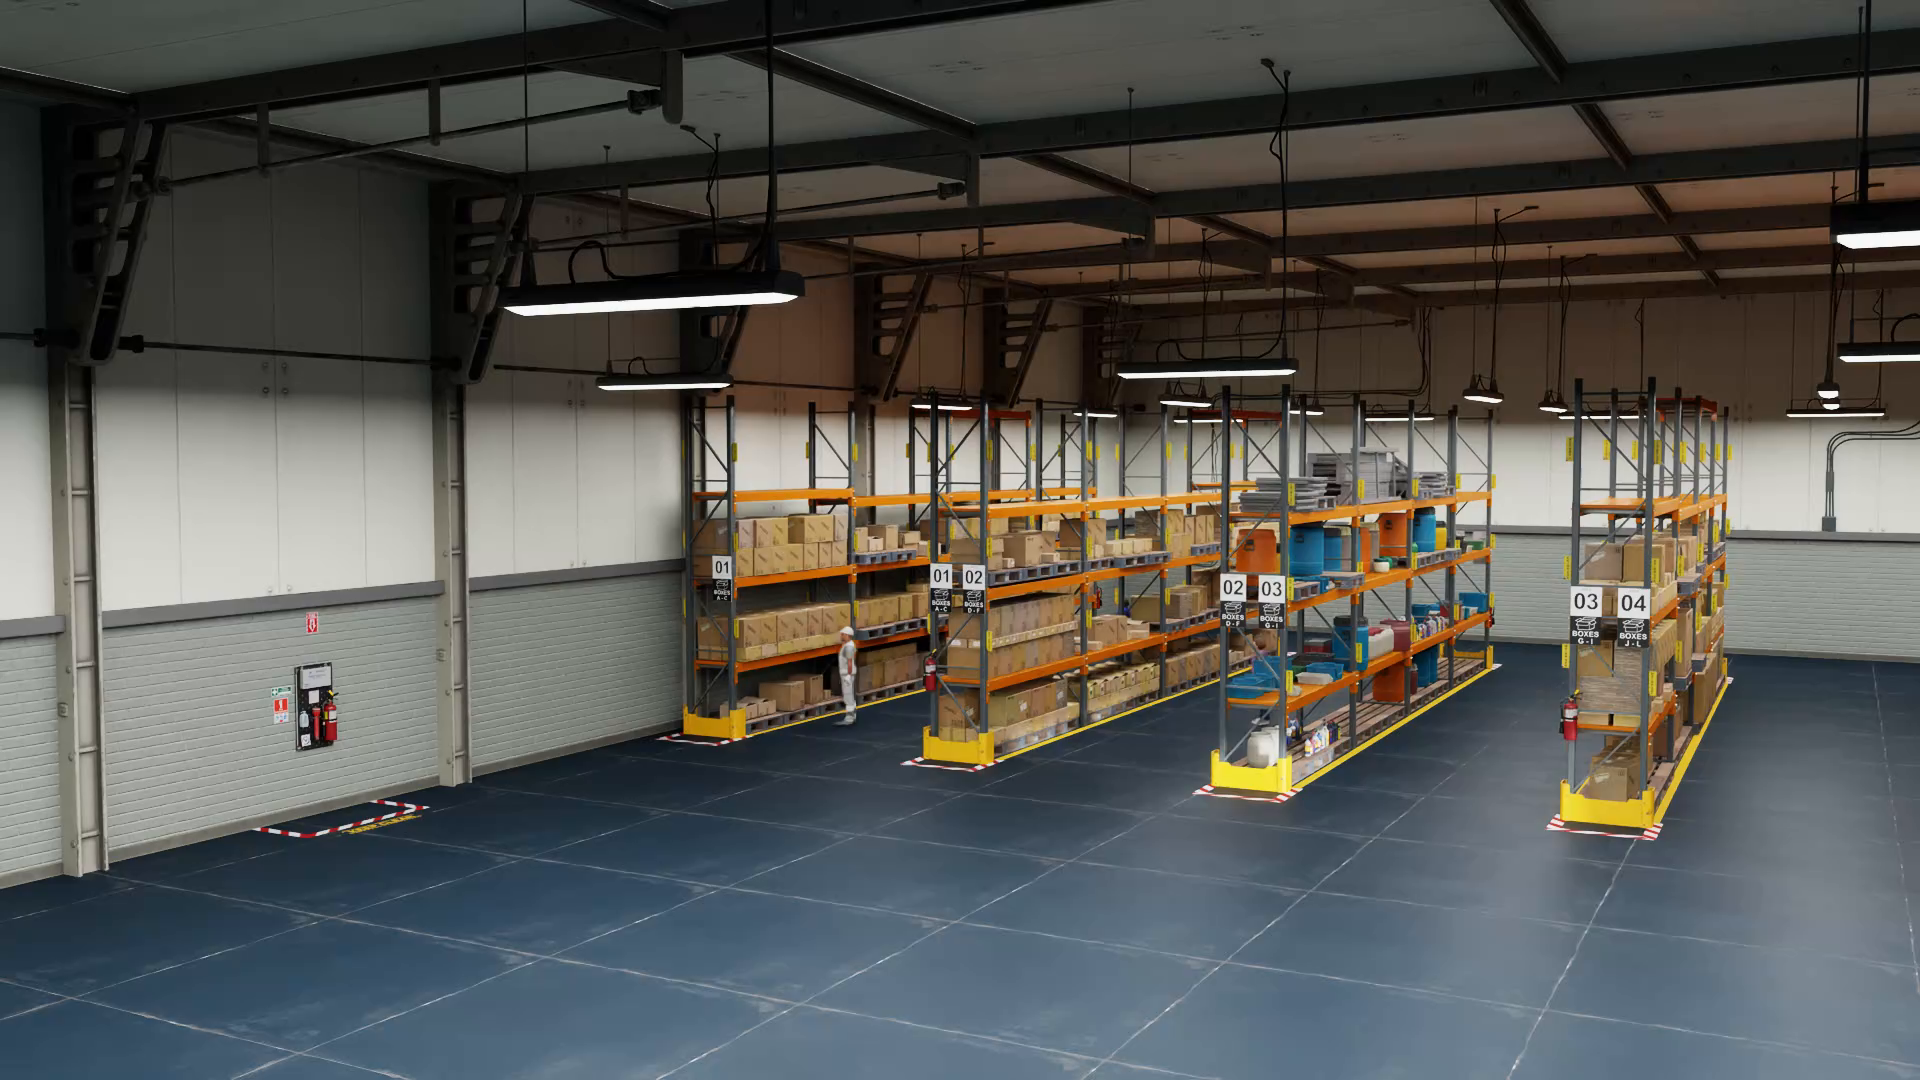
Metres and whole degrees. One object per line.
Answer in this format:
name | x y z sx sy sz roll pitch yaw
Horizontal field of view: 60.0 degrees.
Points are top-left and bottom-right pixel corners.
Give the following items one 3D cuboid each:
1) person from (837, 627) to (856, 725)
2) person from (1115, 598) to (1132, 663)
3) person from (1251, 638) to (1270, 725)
person | -2.088 2.489 30.537 0.353 1.801 0.590 0 3 -2
person | 3.719 2.156 38.083 0.359 1.660 0.570 2 4 33
person | 5.522 2.591 30.551 0.353 1.605 0.439 1 3 12
